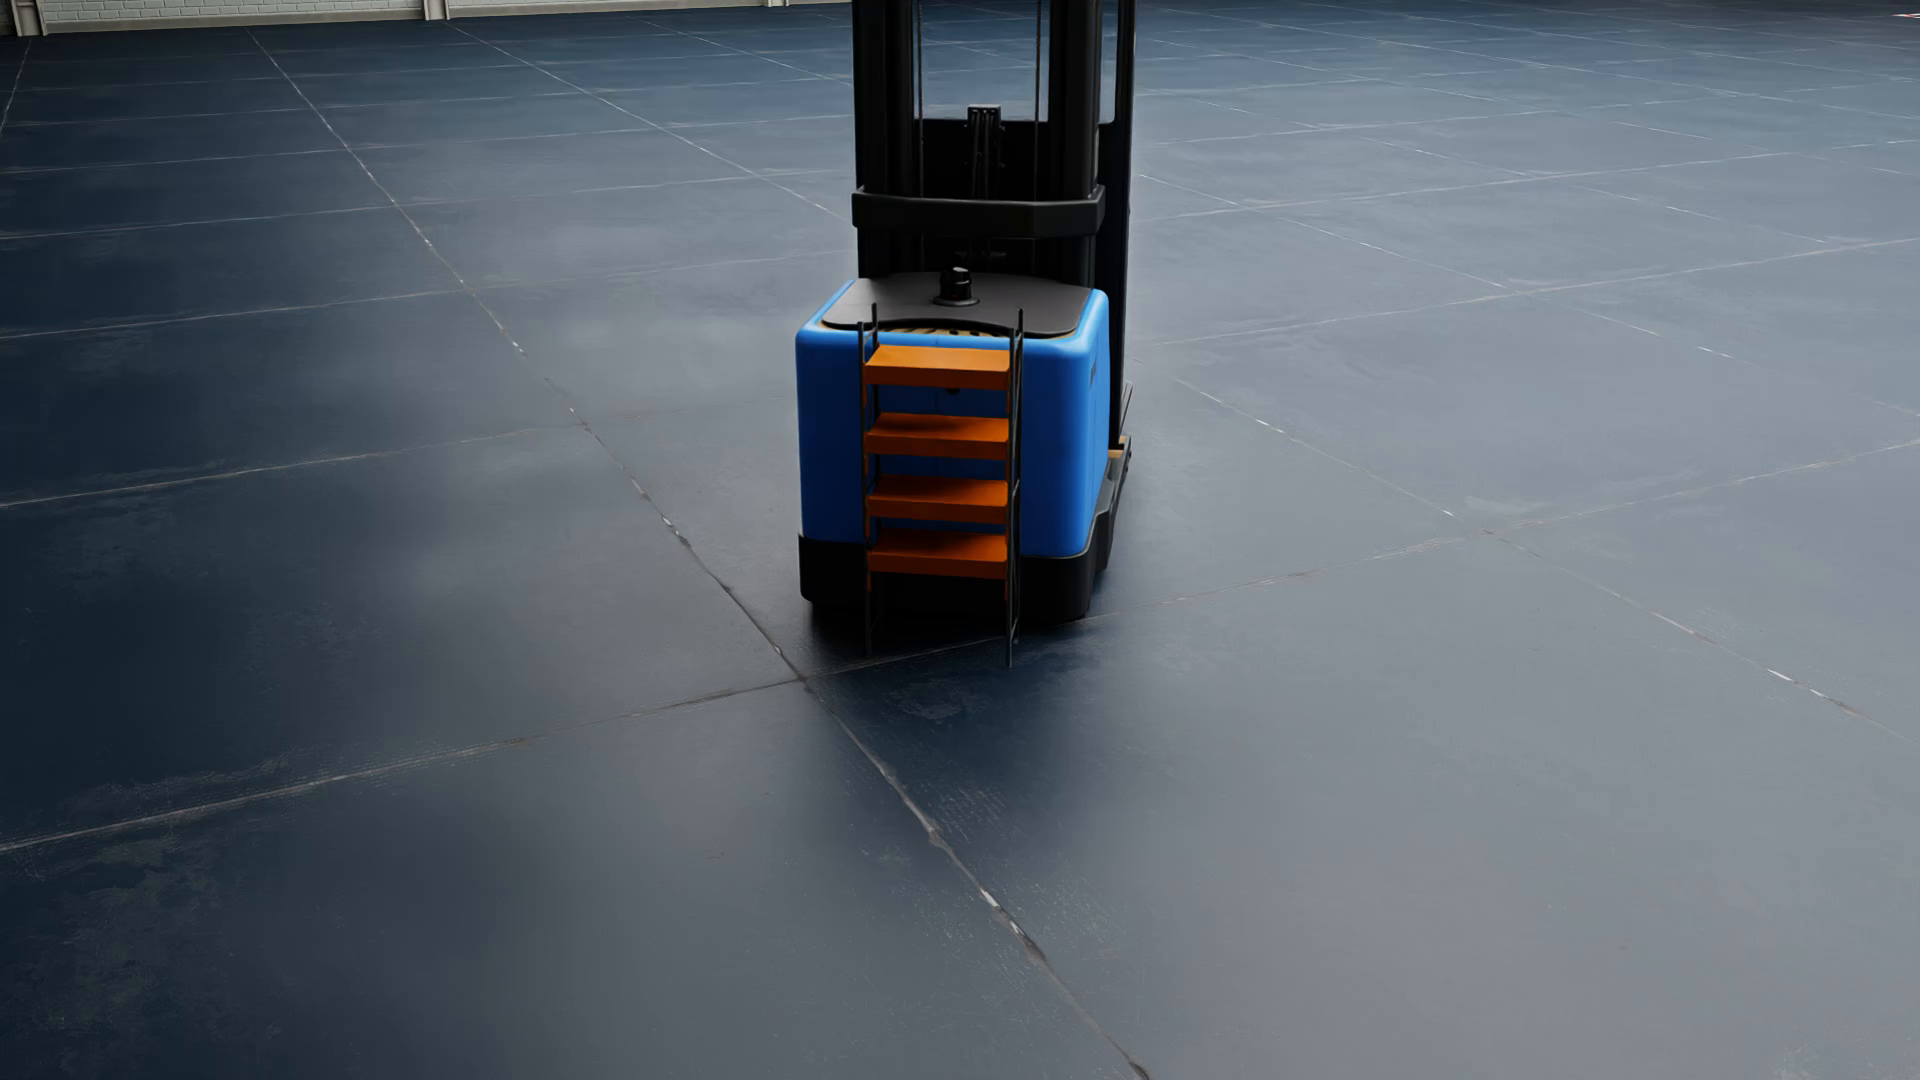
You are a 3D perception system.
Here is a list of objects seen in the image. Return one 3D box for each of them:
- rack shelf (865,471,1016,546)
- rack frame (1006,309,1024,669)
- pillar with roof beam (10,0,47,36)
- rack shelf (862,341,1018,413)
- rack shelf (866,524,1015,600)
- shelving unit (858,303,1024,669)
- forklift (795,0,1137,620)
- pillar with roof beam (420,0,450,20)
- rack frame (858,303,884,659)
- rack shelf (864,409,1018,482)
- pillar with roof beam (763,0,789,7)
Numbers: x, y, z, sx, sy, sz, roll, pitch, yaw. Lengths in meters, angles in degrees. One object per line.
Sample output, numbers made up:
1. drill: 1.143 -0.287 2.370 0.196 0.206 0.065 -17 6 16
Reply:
1. rack shelf: -0.059 -0.110 5.623 0.480 0.148 0.258 3 23 8
2. rack frame: 0.182 -0.158 5.562 0.015 1.200 0.240 3 23 8
3. pillar with roof beam: -12.289 -10.386 20.074 0.400 9.000 9.100 -10 25 -24
4. rack shelf: -0.059 -0.535 5.447 0.480 0.148 0.258 3 23 8
5. rack shelf: -0.059 0.073 5.699 0.480 0.148 0.258 3 23 8
6. shelving unit: -0.059 -0.172 5.597 0.503 1.200 0.258 3 23 8
7. forklift: 0.170 -1.601 6.785 1.130 2.935 3.031 4 23 9
8. pillar with roof beam: -6.883 -11.381 22.479 0.400 9.000 9.100 -10 25 -24
9. rack frame: -0.300 -0.187 5.633 0.015 1.200 0.240 3 23 8
10. rack shelf: -0.059 -0.317 5.537 0.480 0.148 0.258 3 23 8
11. pillar with roof beam: -1.476 -12.376 24.883 0.400 9.000 9.100 -10 25 -24
